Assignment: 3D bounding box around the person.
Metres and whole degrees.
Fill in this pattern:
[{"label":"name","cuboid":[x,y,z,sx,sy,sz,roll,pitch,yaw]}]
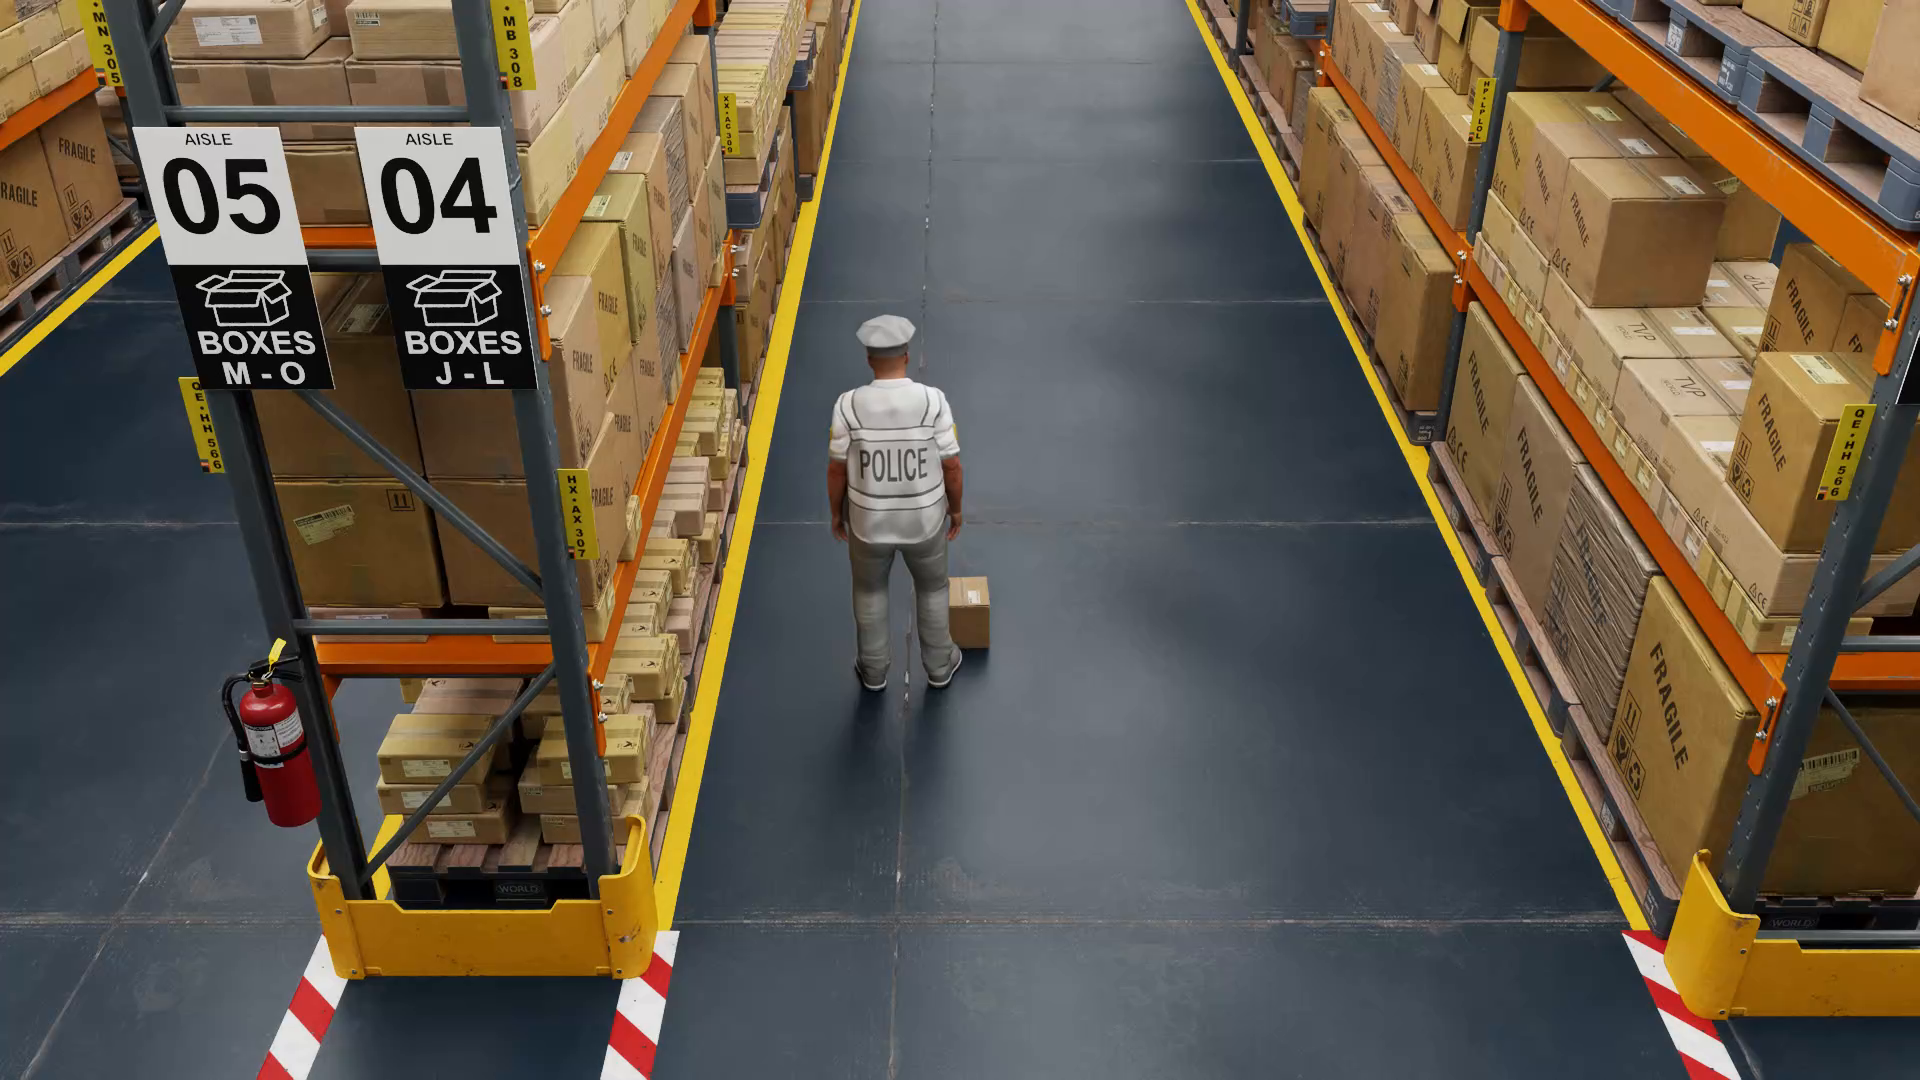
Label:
[{"label":"person","cuboid":[-0.279,-0.105,7.300,0.587,1.748,0.435,-1,31,-2]}]
